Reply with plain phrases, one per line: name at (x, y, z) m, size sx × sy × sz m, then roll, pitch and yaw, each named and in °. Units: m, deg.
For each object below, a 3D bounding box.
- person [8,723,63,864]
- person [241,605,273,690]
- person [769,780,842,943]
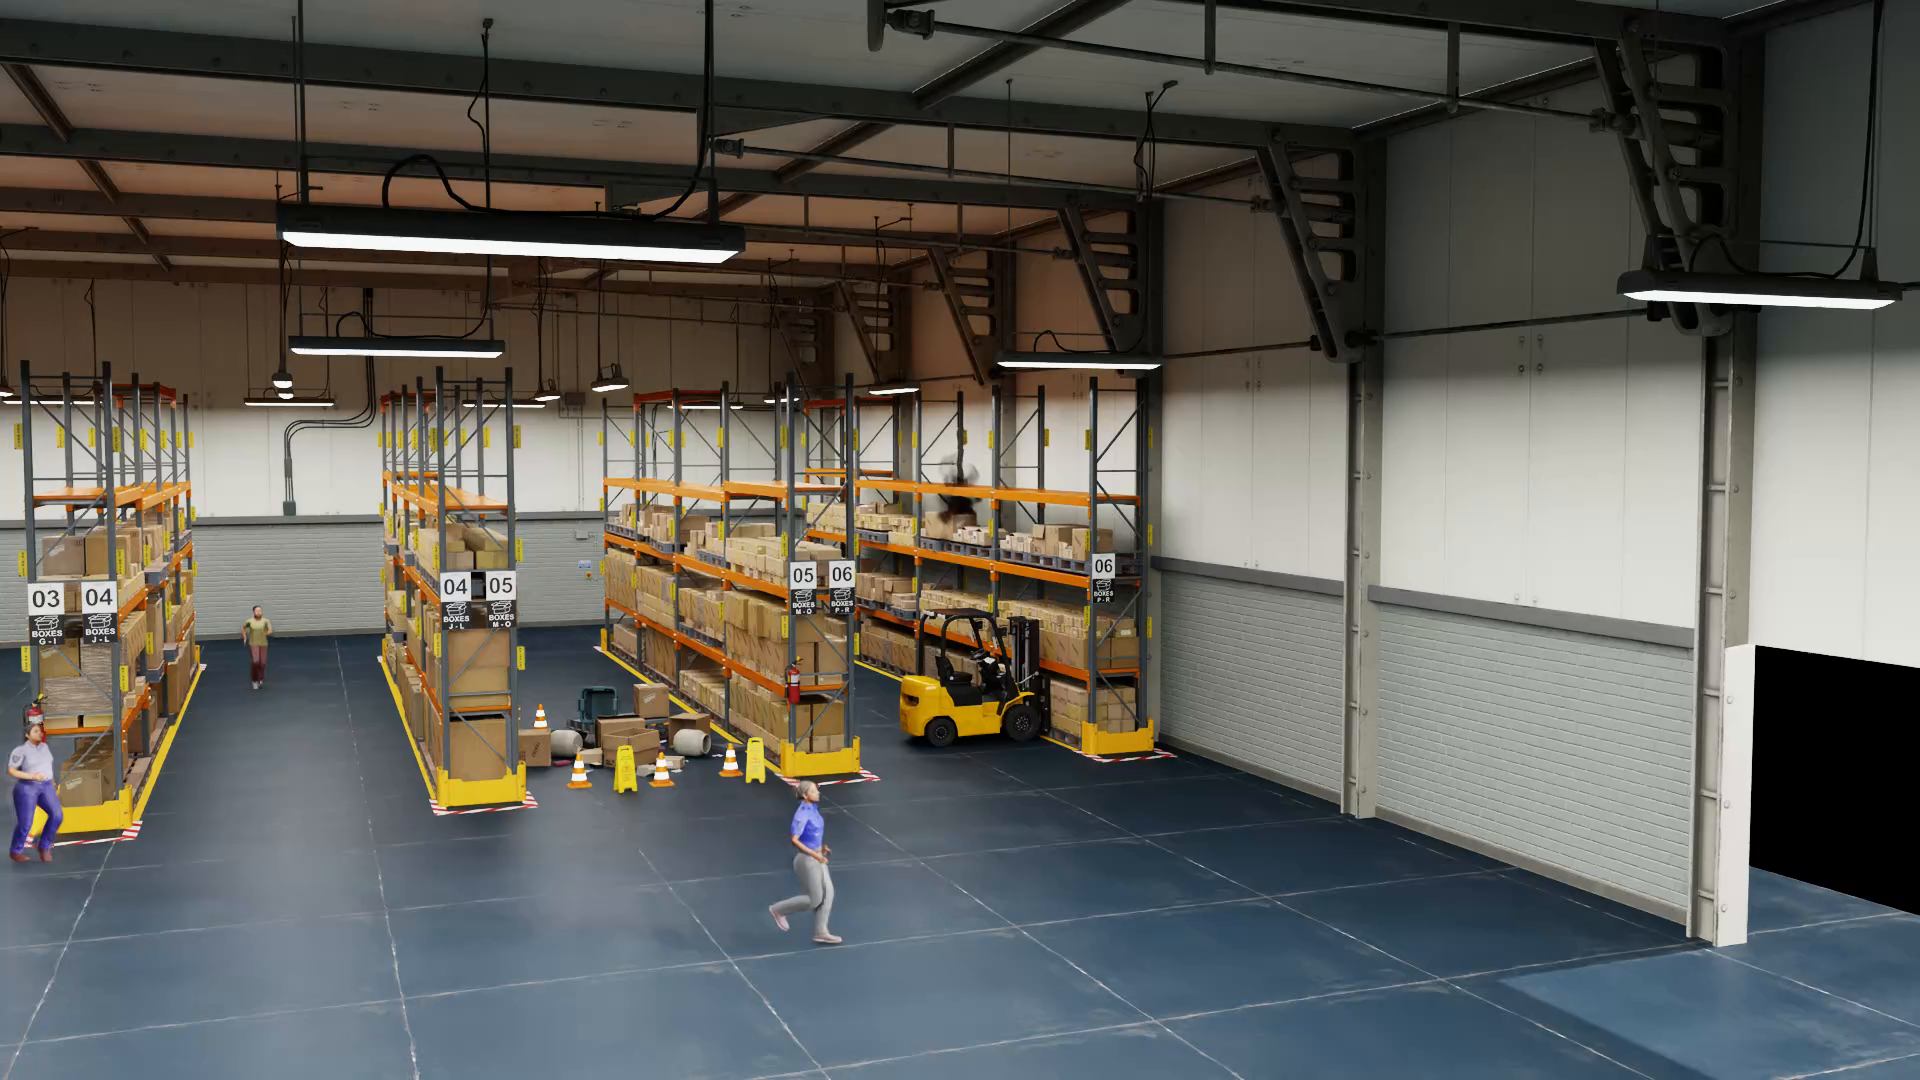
person at (-10.946, 3.012, 19.704) m, size 0.590 × 1.657 × 0.617 m, roll 2°, pitch 4°, yaw 27°
person at (-14.120, 2.156, 33.457) m, size 0.545 × 1.700 × 0.697 m, roll -2°, pitch 4°, yaw -33°
person at (-1.531, 3.198, 16.541) m, size 0.727 × 1.606 × 0.593 m, roll 0°, pitch 3°, yaw 8°
